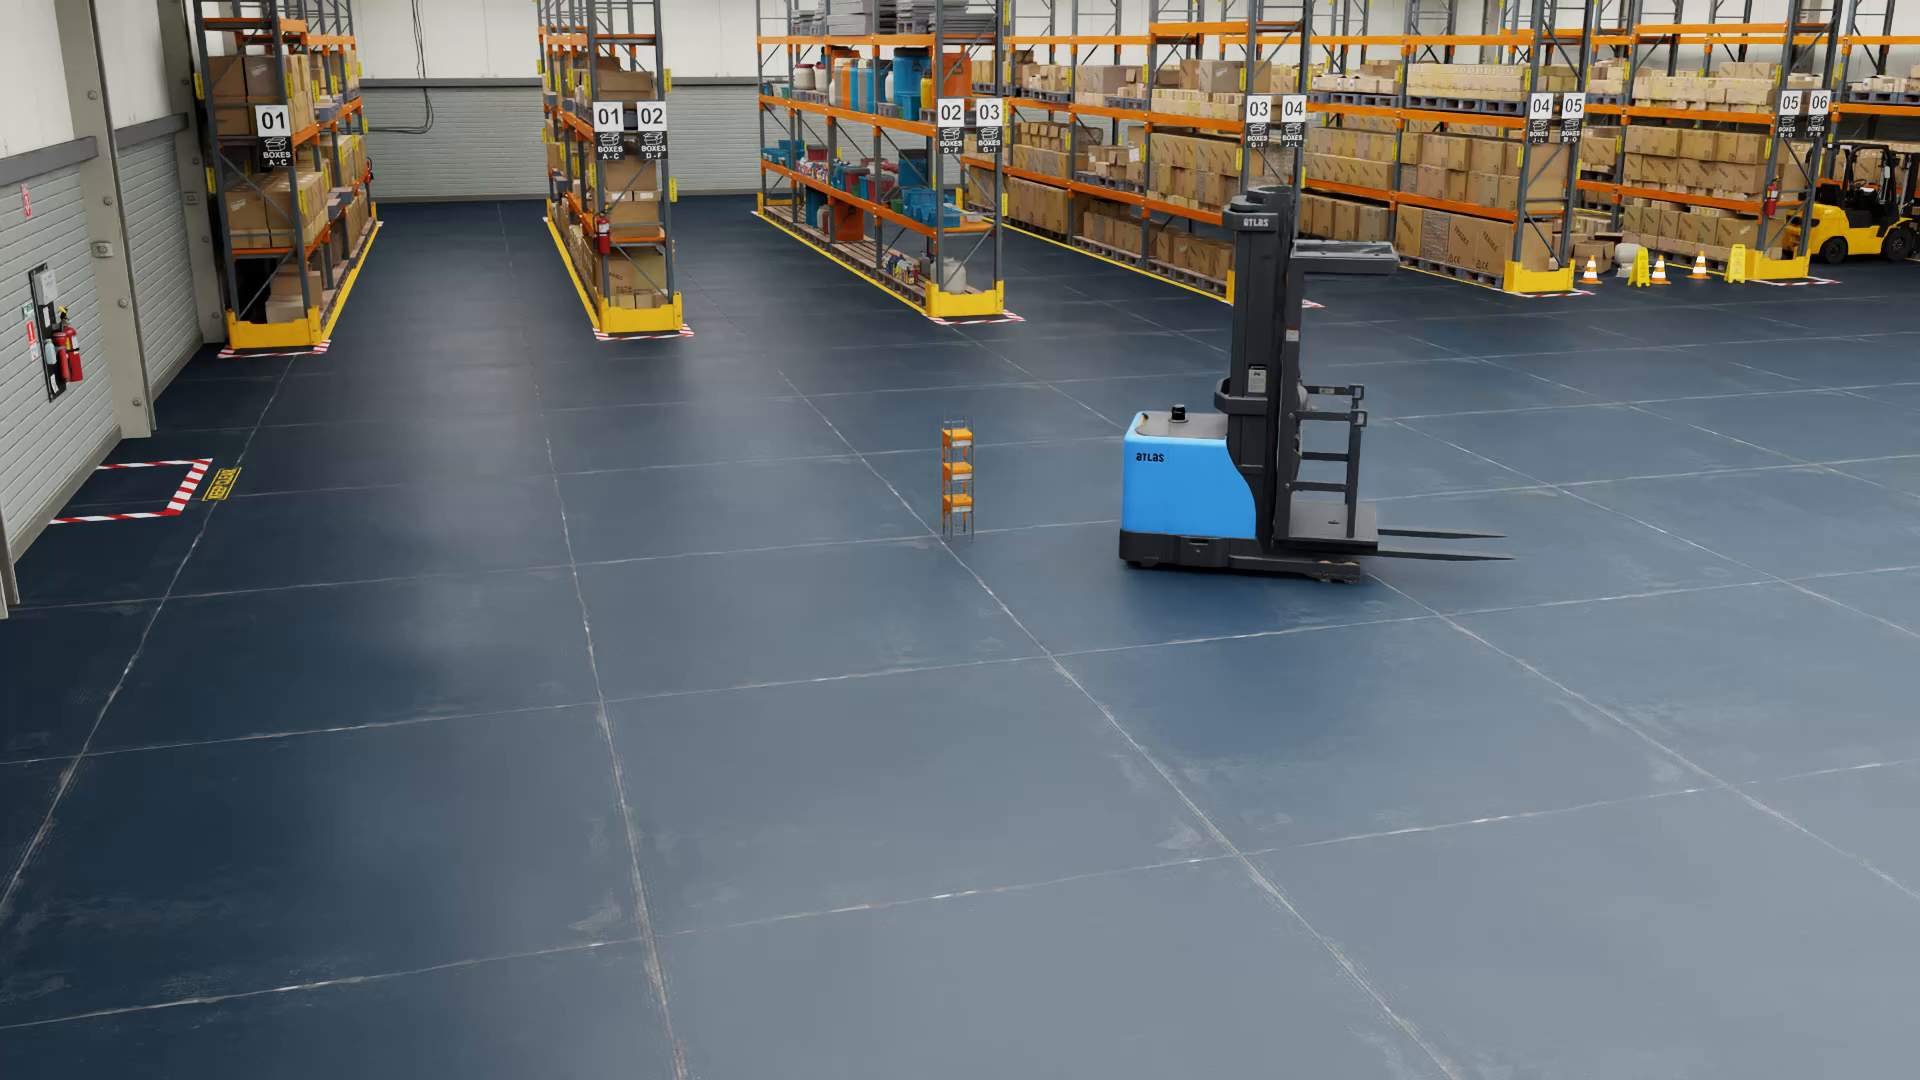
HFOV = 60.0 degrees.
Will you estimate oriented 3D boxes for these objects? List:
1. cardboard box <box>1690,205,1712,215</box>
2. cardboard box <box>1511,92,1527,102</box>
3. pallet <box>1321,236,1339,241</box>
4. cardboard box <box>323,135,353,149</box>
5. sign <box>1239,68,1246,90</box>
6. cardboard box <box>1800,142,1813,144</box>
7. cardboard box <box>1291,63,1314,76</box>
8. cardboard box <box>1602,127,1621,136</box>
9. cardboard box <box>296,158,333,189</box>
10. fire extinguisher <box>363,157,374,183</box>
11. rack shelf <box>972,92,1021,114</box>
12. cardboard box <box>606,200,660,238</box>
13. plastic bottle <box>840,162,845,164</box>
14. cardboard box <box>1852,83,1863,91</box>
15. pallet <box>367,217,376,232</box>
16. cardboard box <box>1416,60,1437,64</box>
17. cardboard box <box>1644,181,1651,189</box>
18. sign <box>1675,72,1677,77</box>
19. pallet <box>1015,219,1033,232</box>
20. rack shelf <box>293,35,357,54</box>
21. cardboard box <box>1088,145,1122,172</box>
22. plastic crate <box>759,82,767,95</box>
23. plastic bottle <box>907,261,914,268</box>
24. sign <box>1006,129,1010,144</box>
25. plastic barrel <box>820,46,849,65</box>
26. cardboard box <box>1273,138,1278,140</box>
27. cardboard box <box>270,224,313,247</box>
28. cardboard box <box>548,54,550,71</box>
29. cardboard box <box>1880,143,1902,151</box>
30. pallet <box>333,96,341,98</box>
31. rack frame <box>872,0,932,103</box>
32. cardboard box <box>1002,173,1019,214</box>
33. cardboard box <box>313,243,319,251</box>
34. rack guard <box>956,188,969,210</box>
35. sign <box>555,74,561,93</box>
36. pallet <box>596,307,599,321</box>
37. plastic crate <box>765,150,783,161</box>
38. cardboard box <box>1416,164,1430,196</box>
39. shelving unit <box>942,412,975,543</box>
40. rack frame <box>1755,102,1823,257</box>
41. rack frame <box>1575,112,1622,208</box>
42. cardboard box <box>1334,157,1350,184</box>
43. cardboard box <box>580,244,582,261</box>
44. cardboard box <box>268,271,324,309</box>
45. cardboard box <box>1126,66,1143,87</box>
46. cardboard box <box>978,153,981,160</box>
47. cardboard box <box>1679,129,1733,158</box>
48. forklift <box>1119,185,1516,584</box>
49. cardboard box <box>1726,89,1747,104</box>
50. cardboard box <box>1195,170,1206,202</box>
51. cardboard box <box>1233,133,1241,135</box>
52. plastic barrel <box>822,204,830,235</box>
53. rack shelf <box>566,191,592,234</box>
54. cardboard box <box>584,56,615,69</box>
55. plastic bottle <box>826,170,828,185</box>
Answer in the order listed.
[{"bbox_3d":[13.653,-6.056,30.518,0.380,0.149,0.250,-4,17,-13],"label":"cardboard box"},{"bbox_3d":[9.277,-7.273,27.270,0.380,0.149,0.250,-5,17,-15],"label":"cardboard box"},{"bbox_3d":[7.972,-5.959,33.424,1.003,0.211,1.213,-5,17,-15],"label":"pallet"},{"bbox_3d":[-12.314,-7.873,32.919,0.500,0.250,0.500,-4,17,-14],"label":"cardboard box"},{"bbox_3d":[4.359,-7.101,25.624,0.100,0.325,0.005,-5,17,-15],"label":"sign"},{"bbox_3d":[17.983,-8.322,35.141,0.380,0.149,0.250,-5,17,-15],"label":"cardboard box"},{"bbox_3d":[7.135,-9.798,34.638,0.396,0.266,0.258,-5,17,-15],"label":"cardboard box"},{"bbox_3d":[15.960,-9.729,40.223,0.700,0.500,0.500,-5,17,-15],"label":"cardboard box"},{"bbox_3d":[-11.450,-6.446,29.258,0.700,0.500,0.500,-7,18,-22],"label":"cardboard box"},{"bbox_3d":[-13.385,-8.392,37.458,0.296,0.674,0.183,-5,17,-15],"label":"fire extinguisher"},{"bbox_3d":[1.050,-10.243,38.874,1.077,0.370,4.000,-5,17,-15],"label":"rack shelf"},{"bbox_3d":[-4.744,-4.674,24.125,0.700,0.500,0.500,-5,17,-15],"label":"cardboard box"},{"bbox_3d":[-2.467,-7.786,34.872,0.152,0.276,0.135,-5,17,-15],"label":"plastic bottle"},{"bbox_3d":[17.930,-8.979,32.949,0.380,0.149,0.250,-4,17,-14],"label":"cardboard box"},{"bbox_3d":[-13.492,-6.979,36.818,1.003,0.211,1.213,-5,17,-15],"label":"pallet"},{"bbox_3d":[11.169,-11.294,40.045,0.500,0.500,0.500,-4,17,-14],"label":"cardboard box"},{"bbox_3d":[13.327,-6.799,31.808,0.380,0.149,0.250,-5,17,-16],"label":"cardboard box"},{"bbox_3d":[13.846,-8.898,32.246,0.100,0.325,0.005,-5,17,-15],"label":"sign"},{"bbox_3d":[1.884,-7.055,37.071,1.003,0.211,1.213,-5,17,-15],"label":"pallet"},{"bbox_3d":[-13.238,-10.313,34.589,1.077,0.370,4.000,-5,17,-15],"label":"rack shelf"},{"bbox_3d":[2.886,-7.594,33.116,0.500,0.500,0.500,-7,18,-22],"label":"cardboard box"},{"bbox_3d":[-4.424,-10.558,38.900,0.497,0.269,0.590,-5,17,-15],"label":"plastic crate"},{"bbox_3d":[-0.837,-4.492,27.663,0.152,0.276,0.135,-5,17,-15],"label":"plastic bottle"},{"bbox_3d":[1.067,-9.006,37.077,0.100,0.325,0.005,-5,17,-15],"label":"sign"},{"bbox_3d":[-2.546,-9.624,33.962,0.600,0.901,0.708,-5,17,-15],"label":"plastic barrel"},{"bbox_3d":[7.127,-8.797,36.697,0.380,0.149,0.250,-5,17,-16],"label":"cardboard box"},{"bbox_3d":[-9.219,-4.201,22.951,0.500,0.250,0.500,-5,17,-17],"label":"cardboard box"},{"bbox_3d":[-8.524,-10.324,35.982,0.700,0.500,0.500,-5,17,-15],"label":"cardboard box"},{"bbox_3d":[18.207,-7.667,32.444,0.380,0.149,0.250,-5,17,-16],"label":"cardboard box"},{"bbox_3d":[-12.127,-8.146,30.970,1.003,0.211,1.213,-4,17,-13],"label":"pallet"},{"bbox_3d":[-0.964,-8.866,27.827,1.000,3.000,0.127,-5,17,-15],"label":"rack frame"},{"bbox_3d":[1.495,-7.970,38.235,0.875,0.875,0.875,-5,17,-15],"label":"cardboard box"},{"bbox_3d":[-10.832,-4.907,27.349,0.500,0.250,0.500,-5,17,-16],"label":"cardboard box"},{"bbox_3d":[0.494,-8.514,41.426,1.175,0.500,0.348,-5,17,-15],"label":"rack guard"},{"bbox_3d":[-7.349,-8.351,30.427,0.100,0.325,0.005,-5,17,-15],"label":"sign"},{"bbox_3d":[-4.879,-3.369,24.801,1.003,0.211,1.213,-5,17,-15],"label":"pallet"},{"bbox_3d":[-4.329,-8.985,38.836,0.416,0.233,0.300,-5,17,-15],"label":"plastic crate"},{"bbox_3d":[8.881,-6.569,30.348,0.875,0.550,0.550,-5,17,-15],"label":"cardboard box"},{"bbox_3d":[-0.015,-0.518,13.850,0.215,1.050,0.252,-5,17,-15],"label":"shelving unit"},{"bbox_3d":[14.426,-6.062,28.919,1.000,3.000,0.127,-5,17,-15],"label":"rack frame"},{"bbox_3d":[15.900,-9.775,41.279,1.000,3.000,0.127,-5,17,-15],"label":"rack frame"},{"bbox_3d":[7.775,-7.340,32.999,0.500,0.500,0.500,-5,17,-16],"label":"cardboard box"},{"bbox_3d":[-6.114,-4.845,27.942,0.500,0.311,0.500,-5,17,-15],"label":"cardboard box"},{"bbox_3d":[-9.804,-3.680,24.570,0.700,0.500,0.500,-6,18,-19],"label":"cardboard box"},{"bbox_3d":[3.343,-8.824,31.857,0.500,0.500,0.500,-4,17,-14],"label":"cardboard box"},{"bbox_3d":[0.637,-9.104,39.483,0.380,0.149,0.250,-5,17,-16],"label":"cardboard box"},{"bbox_3d":[13.701,-7.278,30.537,0.700,0.500,0.500,-5,17,-16],"label":"cardboard box"},{"bbox_3d":[2.836,-1.233,12.963,3.031,2.935,1.130,3,17,11],"label":"forklift"},{"bbox_3d":[13.902,-7.830,29.334,0.500,0.250,0.500,-5,17,-16],"label":"cardboard box"},{"bbox_3d":[4.424,-5.894,27.668,0.875,0.500,0.500,-5,17,-15],"label":"cardboard box"},{"bbox_3d":[6.503,-9.309,39.038,0.500,0.500,0.500,-5,17,-16],"label":"cardboard box"},{"bbox_3d":[-2.524,-6.592,34.146,0.600,0.588,0.708,-5,17,-15],"label":"plastic barrel"},{"bbox_3d":[-6.277,-5.811,29.335,1.077,0.370,4.000,-5,17,-15],"label":"rack shelf"},{"bbox_3d":[-6.038,-7.857,27.908,0.500,0.500,0.500,-3,17,-10],"label":"cardboard box"},{"bbox_3d":[-2.585,-7.122,32.651,0.061,0.283,0.133,-5,17,-15],"label":"plastic bottle"}]
